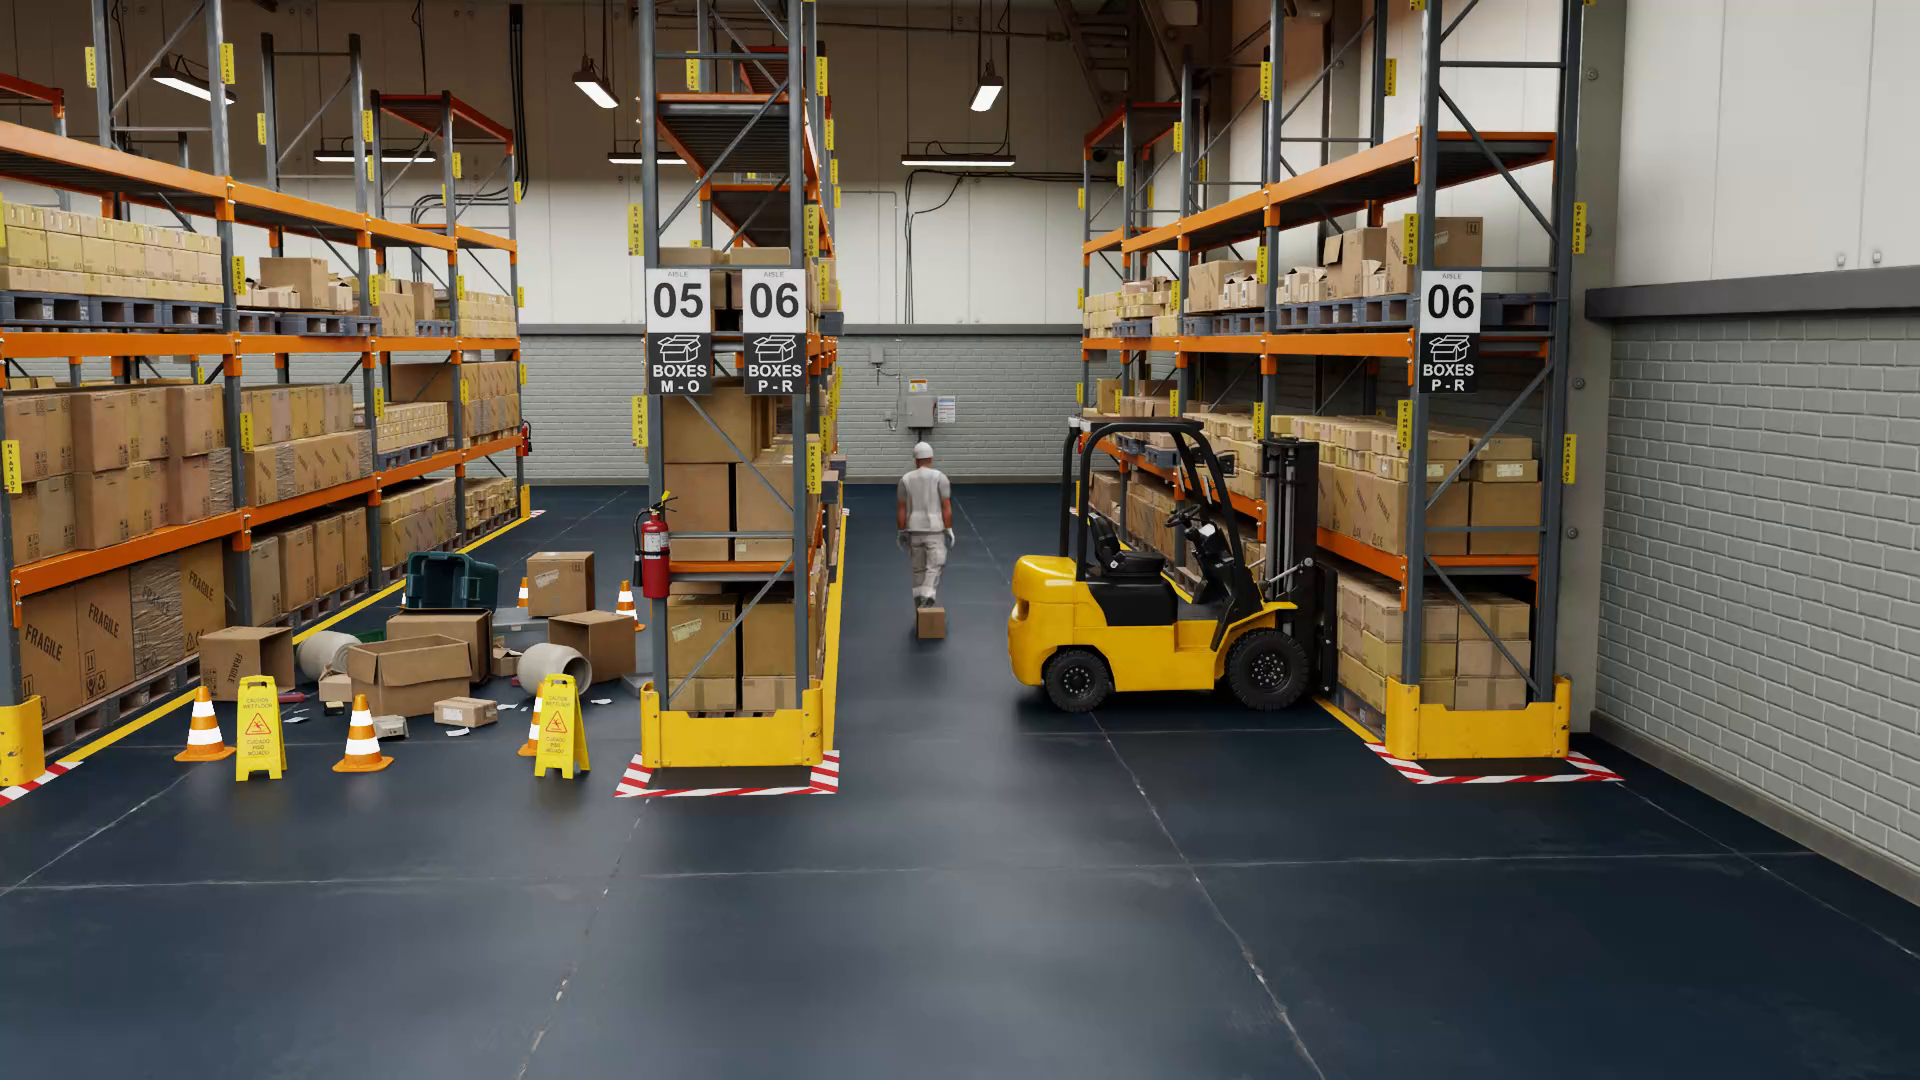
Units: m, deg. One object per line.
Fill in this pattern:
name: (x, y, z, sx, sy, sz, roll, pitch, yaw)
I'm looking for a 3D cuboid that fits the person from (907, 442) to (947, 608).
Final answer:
person: (-11.744, 1.832, 0.217, 11.643, 1.778, 38.200, 2, 7, 19)
